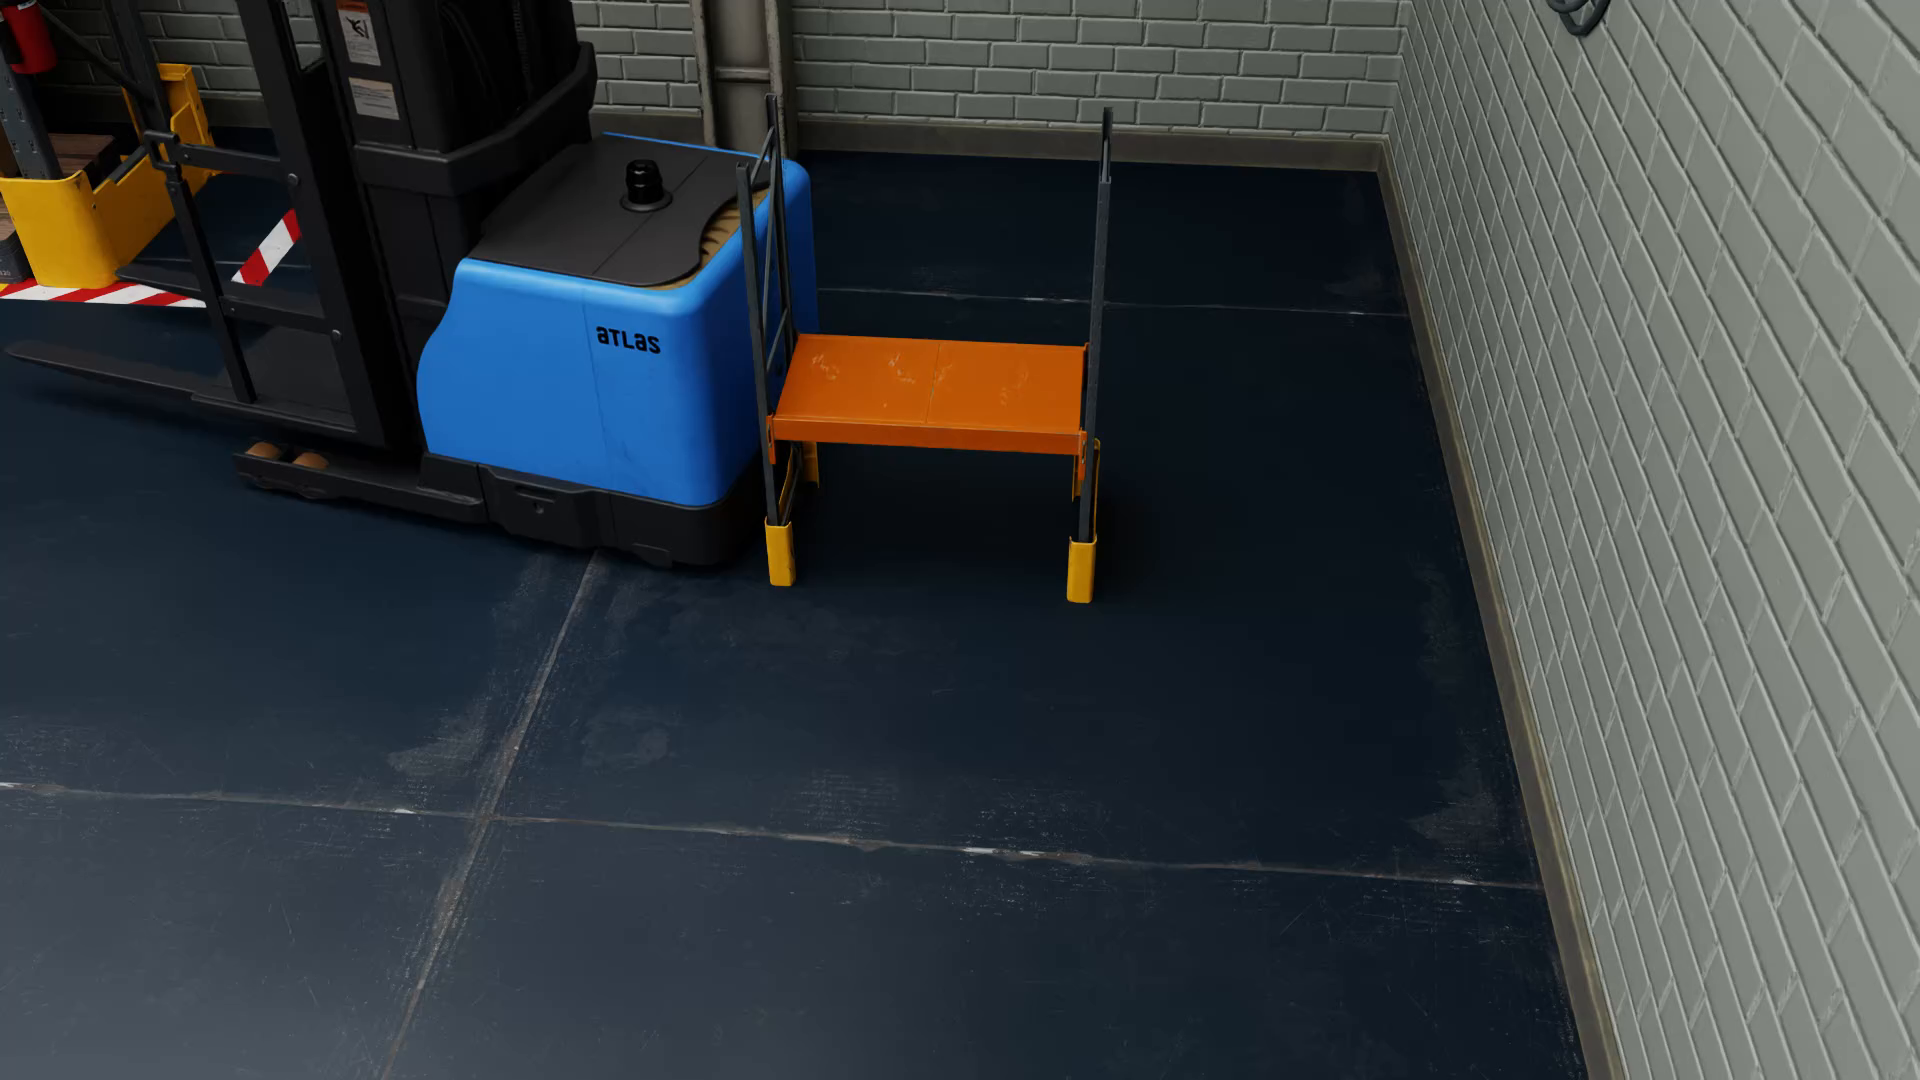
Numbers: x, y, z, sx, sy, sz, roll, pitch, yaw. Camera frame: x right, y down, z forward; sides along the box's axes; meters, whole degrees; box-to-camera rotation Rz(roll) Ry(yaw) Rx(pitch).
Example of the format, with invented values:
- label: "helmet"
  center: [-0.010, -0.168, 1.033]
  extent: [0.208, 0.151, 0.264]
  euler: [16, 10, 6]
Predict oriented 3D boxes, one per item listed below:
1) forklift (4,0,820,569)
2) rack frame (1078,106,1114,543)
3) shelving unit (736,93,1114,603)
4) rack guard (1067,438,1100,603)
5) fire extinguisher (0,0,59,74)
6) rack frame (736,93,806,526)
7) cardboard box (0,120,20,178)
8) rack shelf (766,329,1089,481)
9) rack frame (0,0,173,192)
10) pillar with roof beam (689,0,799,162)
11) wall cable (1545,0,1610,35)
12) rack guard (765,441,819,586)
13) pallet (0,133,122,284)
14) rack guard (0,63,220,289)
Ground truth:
- label: "forklift"
  center: [-2.068, -1.586, 5.376]
  extent: [3.031, 2.935, 1.130]
  euler: [12, 41, 14]
- label: "rack frame"
  center: [0.421, -0.559, 5.248]
  extent: [0.032, 1.500, 0.500]
  euler: [3, 39, 4]
- label: "shelving unit"
  center: [-0.076, -0.586, 5.282]
  extent: [1.083, 1.500, 0.587]
  euler: [3, 39, 4]
- label: "rack guard"
  center: [0.420, -0.074, 5.643]
  extent: [0.087, 0.250, 0.587]
  euler: [3, 39, 4]
- label: "fire extinguisher"
  center: [-3.646, -2.130, 6.348]
  extent: [0.183, 0.674, 0.296]
  euler: [3, 39, 4]
- label: "rack frame"
  center: [-0.591, -0.614, 5.316]
  extent: [0.032, 1.500, 0.500]
  euler: [3, 39, 4]
- label: "cardboard box"
  center: [-4.462, -1.772, 7.198]
  extent: [0.500, 0.500, 0.700]
  euler: [3, 39, 4]
- label: "rack shelf"
  center: [-0.085, -0.447, 5.396]
  extent: [1.000, 0.185, 0.538]
  euler: [3, 39, 4]
- label: "rack frame"
  center: [-3.756, -2.603, 6.572]
  extent: [0.127, 3.000, 1.000]
  euler: [3, 39, 4]
- label: "pillar with roof beam"
  center: [-1.363, -2.619, 1.840]
  extent: [0.400, 9.000, 9.100]
  euler: [3, 39, 4]
- label: "wall cable"
  center: [1.848, -3.193, 5.004]
  extent: [0.112, 2.526, 3.097]
  euler: [3, 39, 4]
- label: "rack guard"
  center: [-0.572, -0.128, 5.710]
  extent: [0.087, 0.250, 0.587]
  euler: [3, 39, 4]
- label: "pallet"
  center: [-4.559, -1.516, 7.446]
  extent: [1.213, 0.211, 1.003]
  euler: [3, 39, 4]
- label: "rack guard"
  center: [-3.732, -1.633, 7.360]
  extent: [0.348, 0.500, 1.175]
  euler: [3, 39, 4]
